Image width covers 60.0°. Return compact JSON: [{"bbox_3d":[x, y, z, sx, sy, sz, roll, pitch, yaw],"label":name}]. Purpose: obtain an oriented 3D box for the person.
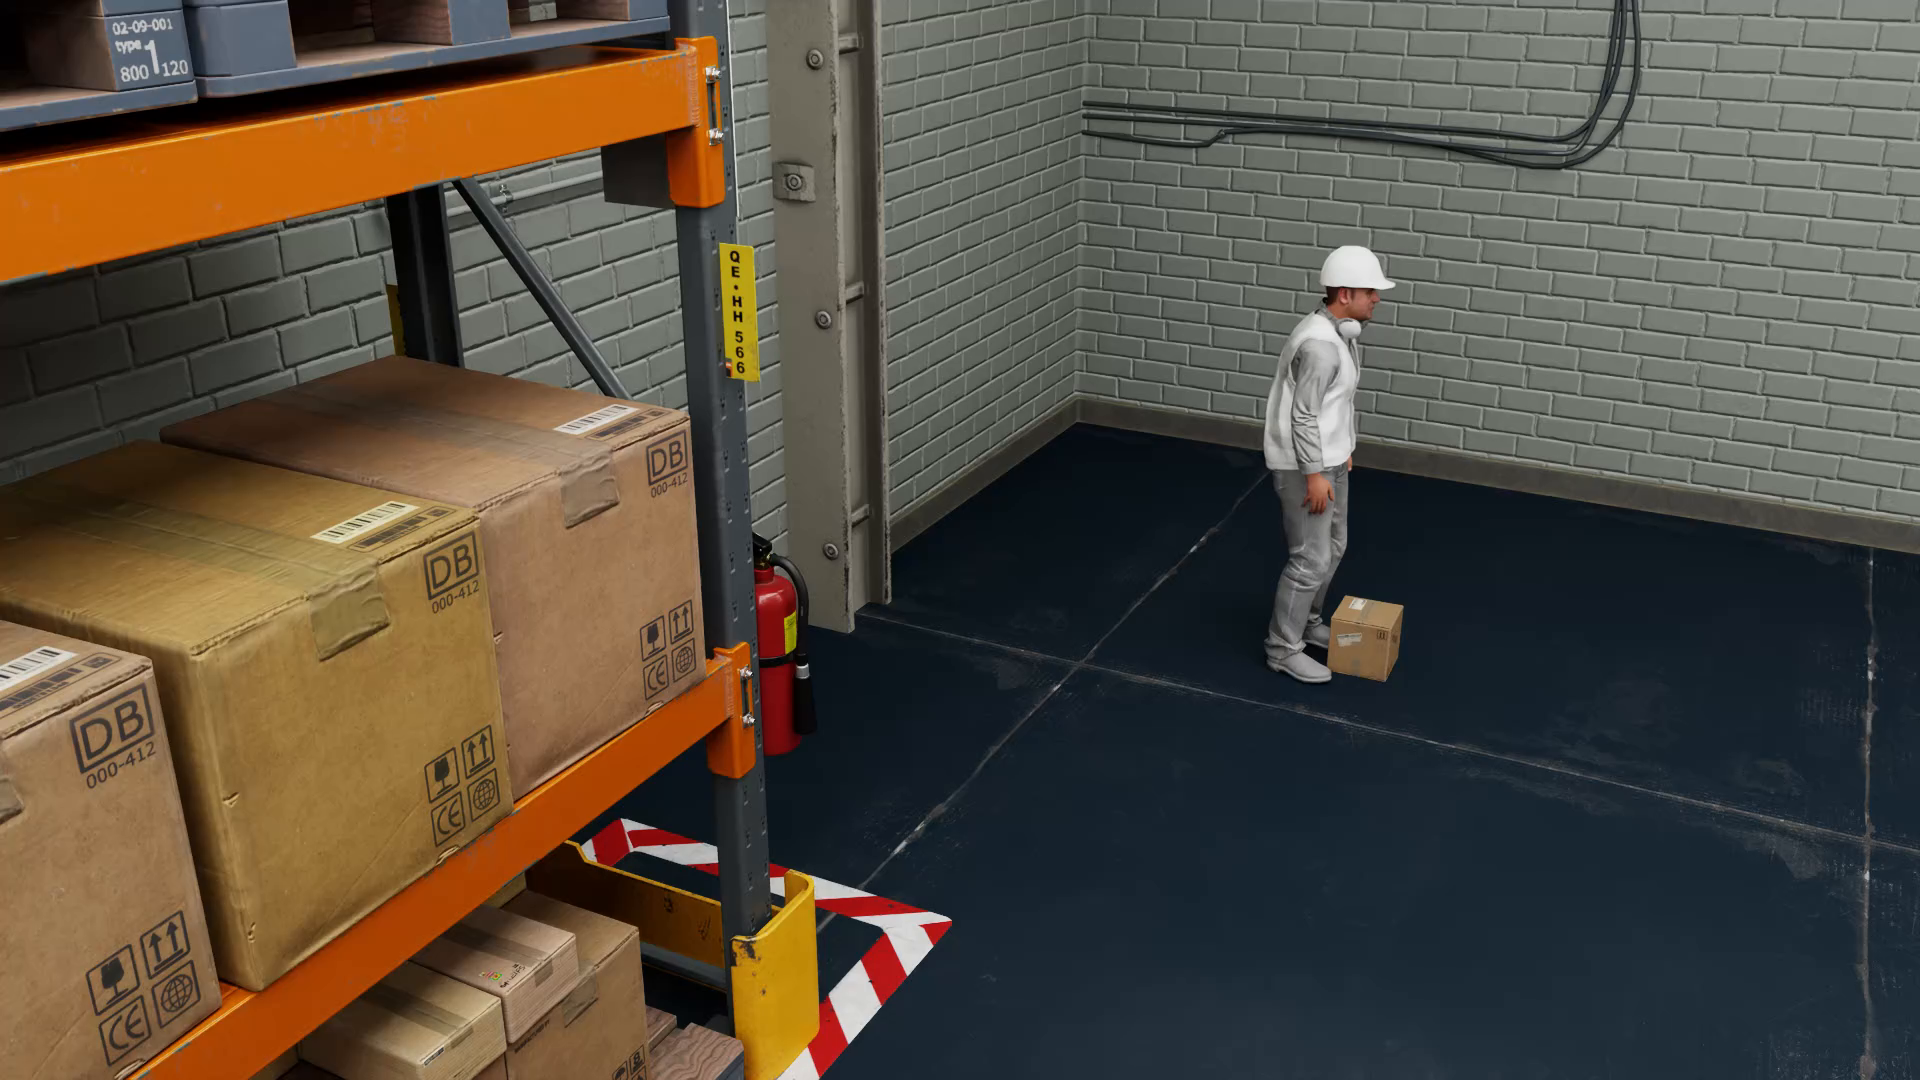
[{"bbox_3d":[1.484,-0.333,6.857,0.457,1.773,0.594,10,24,22],"label":"person"}]
